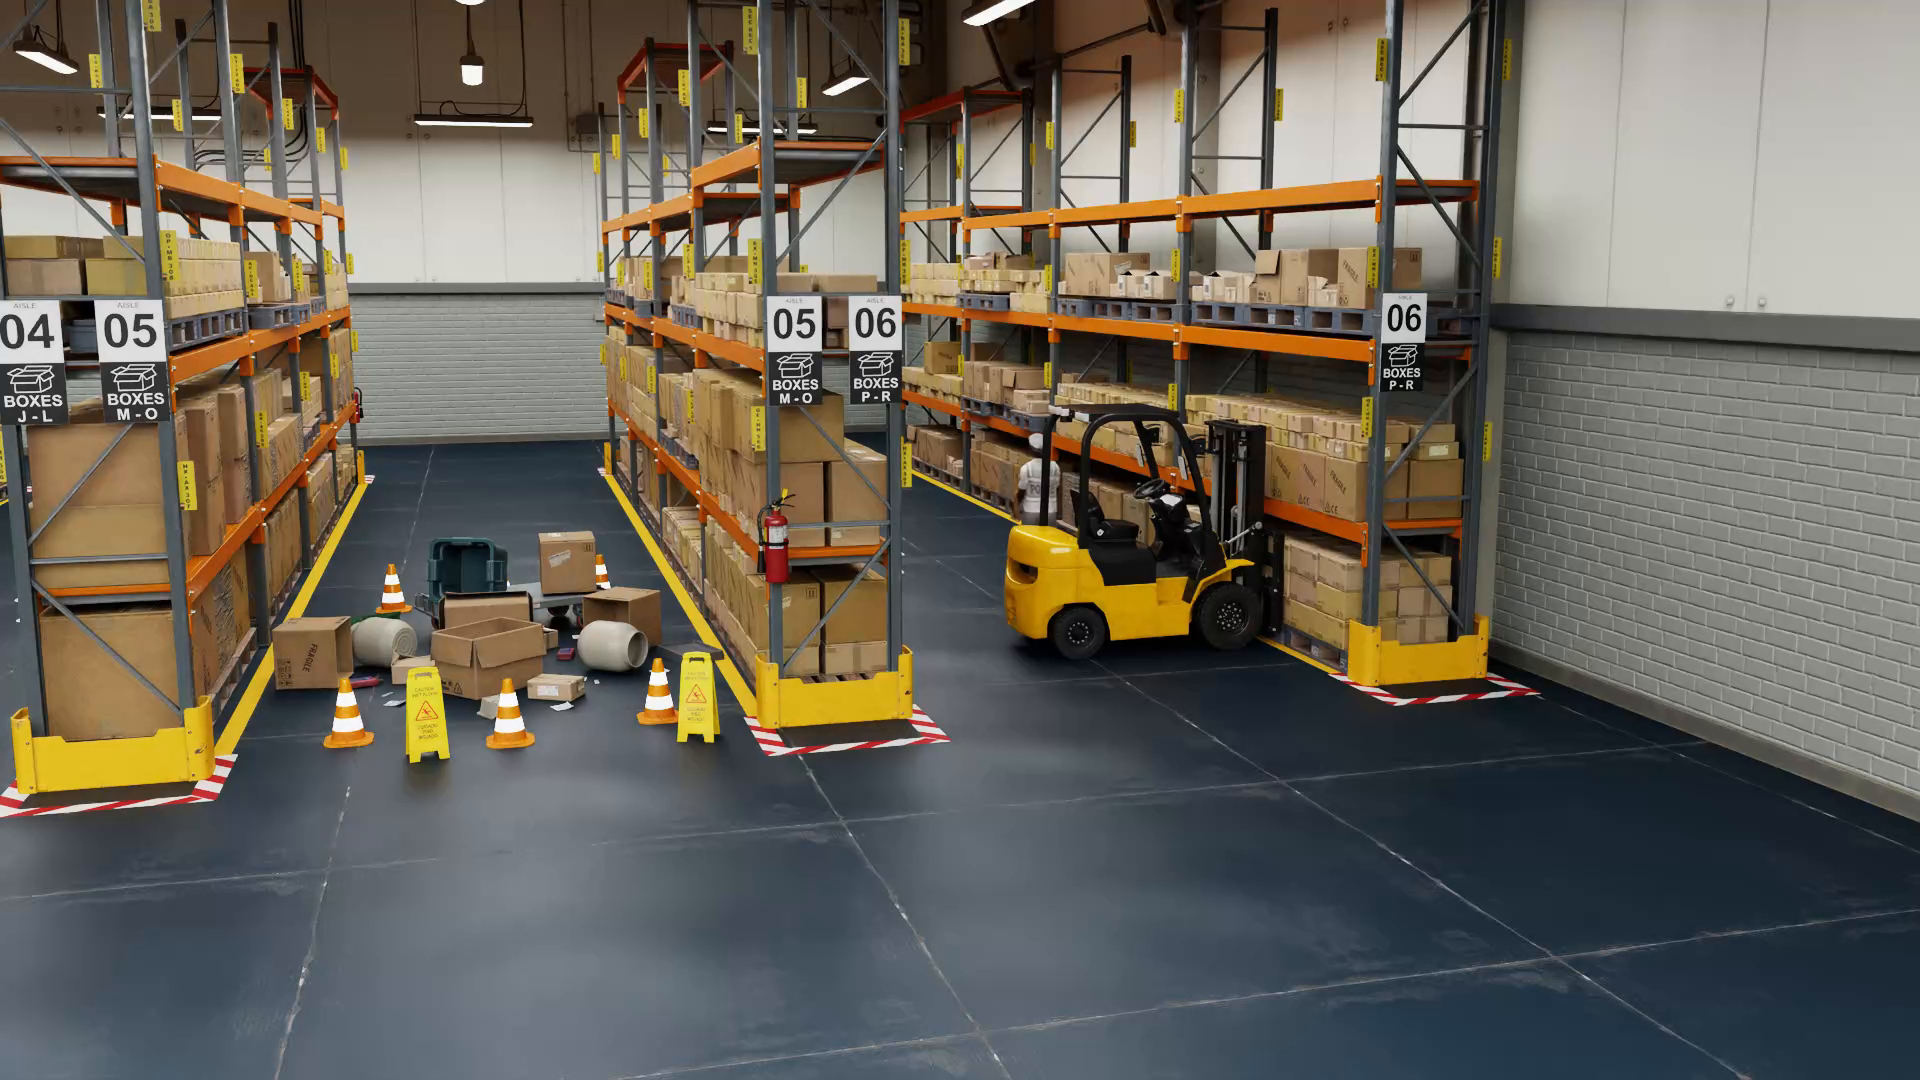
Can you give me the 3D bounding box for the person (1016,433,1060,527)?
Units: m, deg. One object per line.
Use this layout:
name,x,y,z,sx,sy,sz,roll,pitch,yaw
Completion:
person,0.824,-0.281,17.449,0.491,1.703,0.500,-2,10,-13
